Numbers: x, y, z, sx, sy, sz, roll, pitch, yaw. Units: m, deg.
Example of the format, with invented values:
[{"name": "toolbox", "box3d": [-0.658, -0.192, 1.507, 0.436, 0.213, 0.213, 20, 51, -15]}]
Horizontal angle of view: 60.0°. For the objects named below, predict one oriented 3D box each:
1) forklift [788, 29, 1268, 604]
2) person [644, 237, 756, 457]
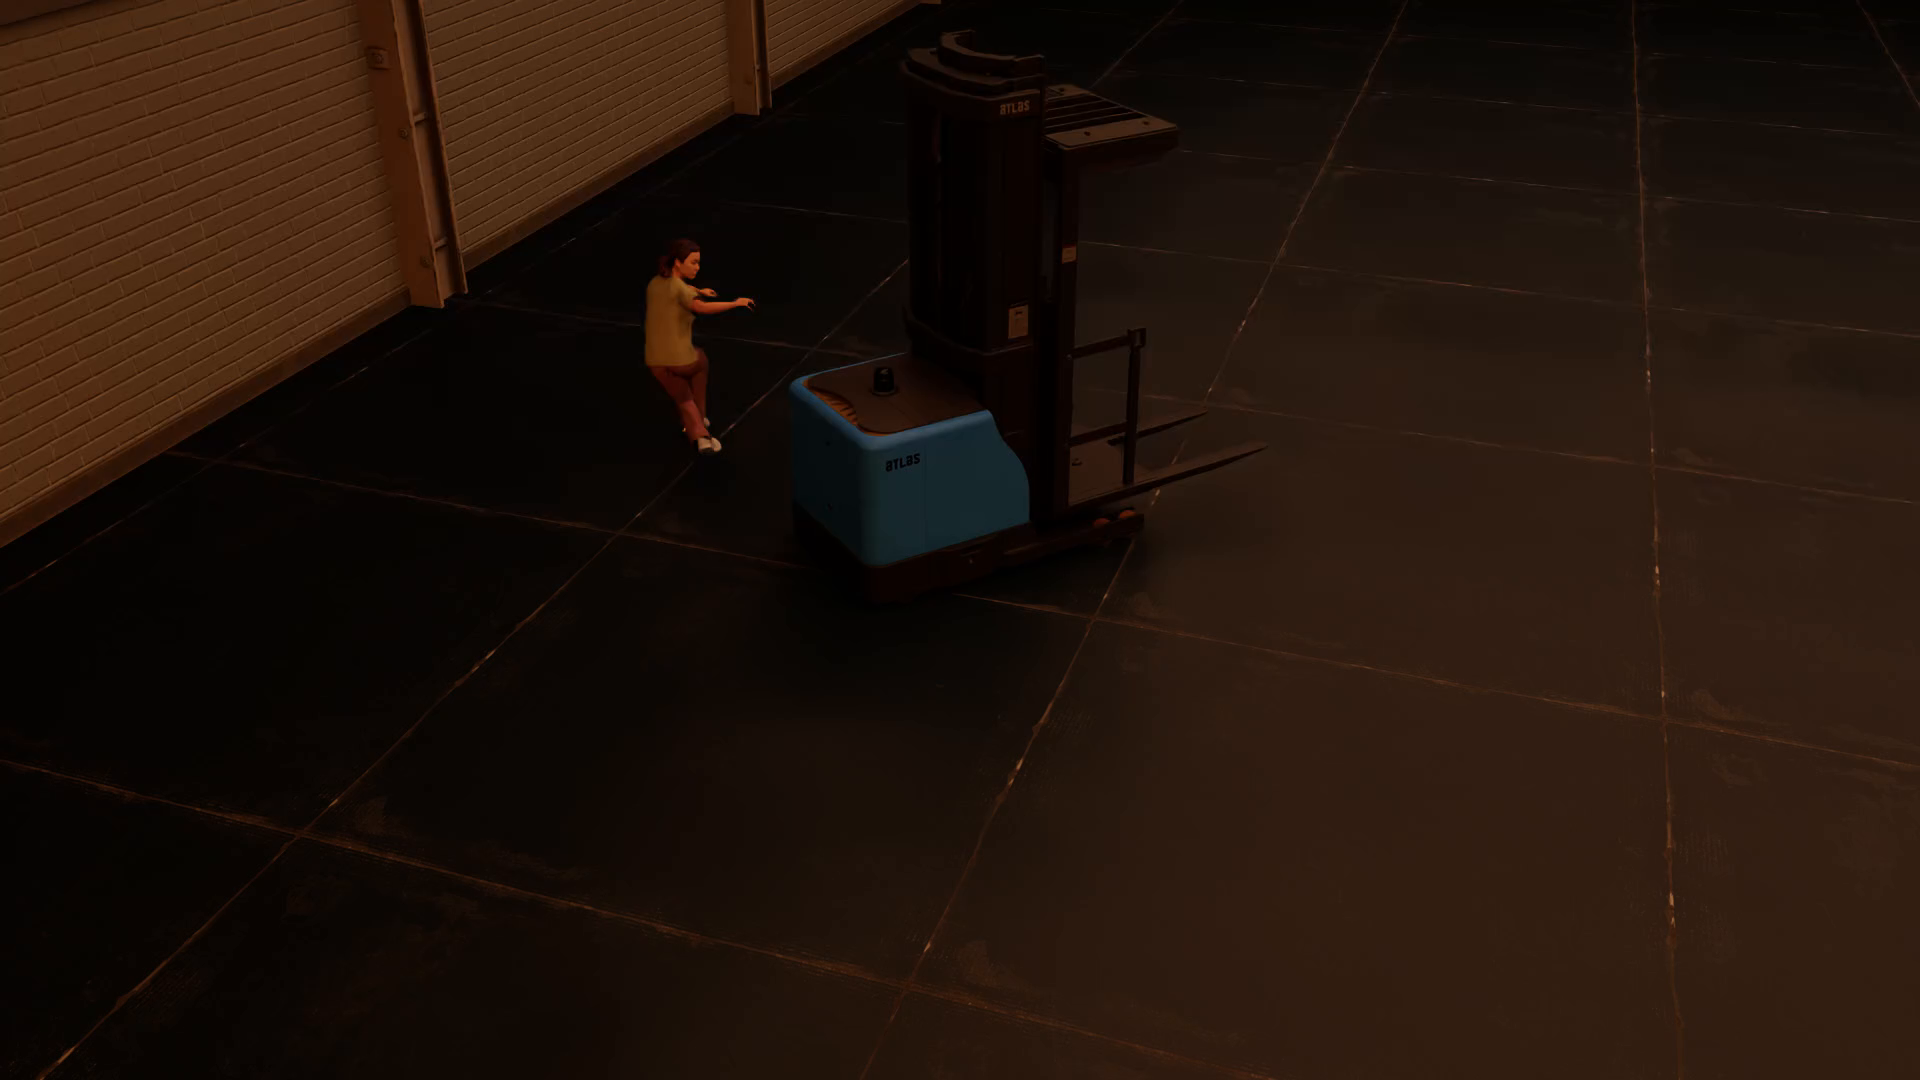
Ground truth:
[{"name": "forklift", "box3d": [0.523, -1.442, 9.667, 3.031, 2.935, 1.130, -17, 34, -27]}, {"name": "person", "box3d": [-1.666, -1.288, 10.949, 0.763, 1.434, 1.063, 8, 31, 14]}]
